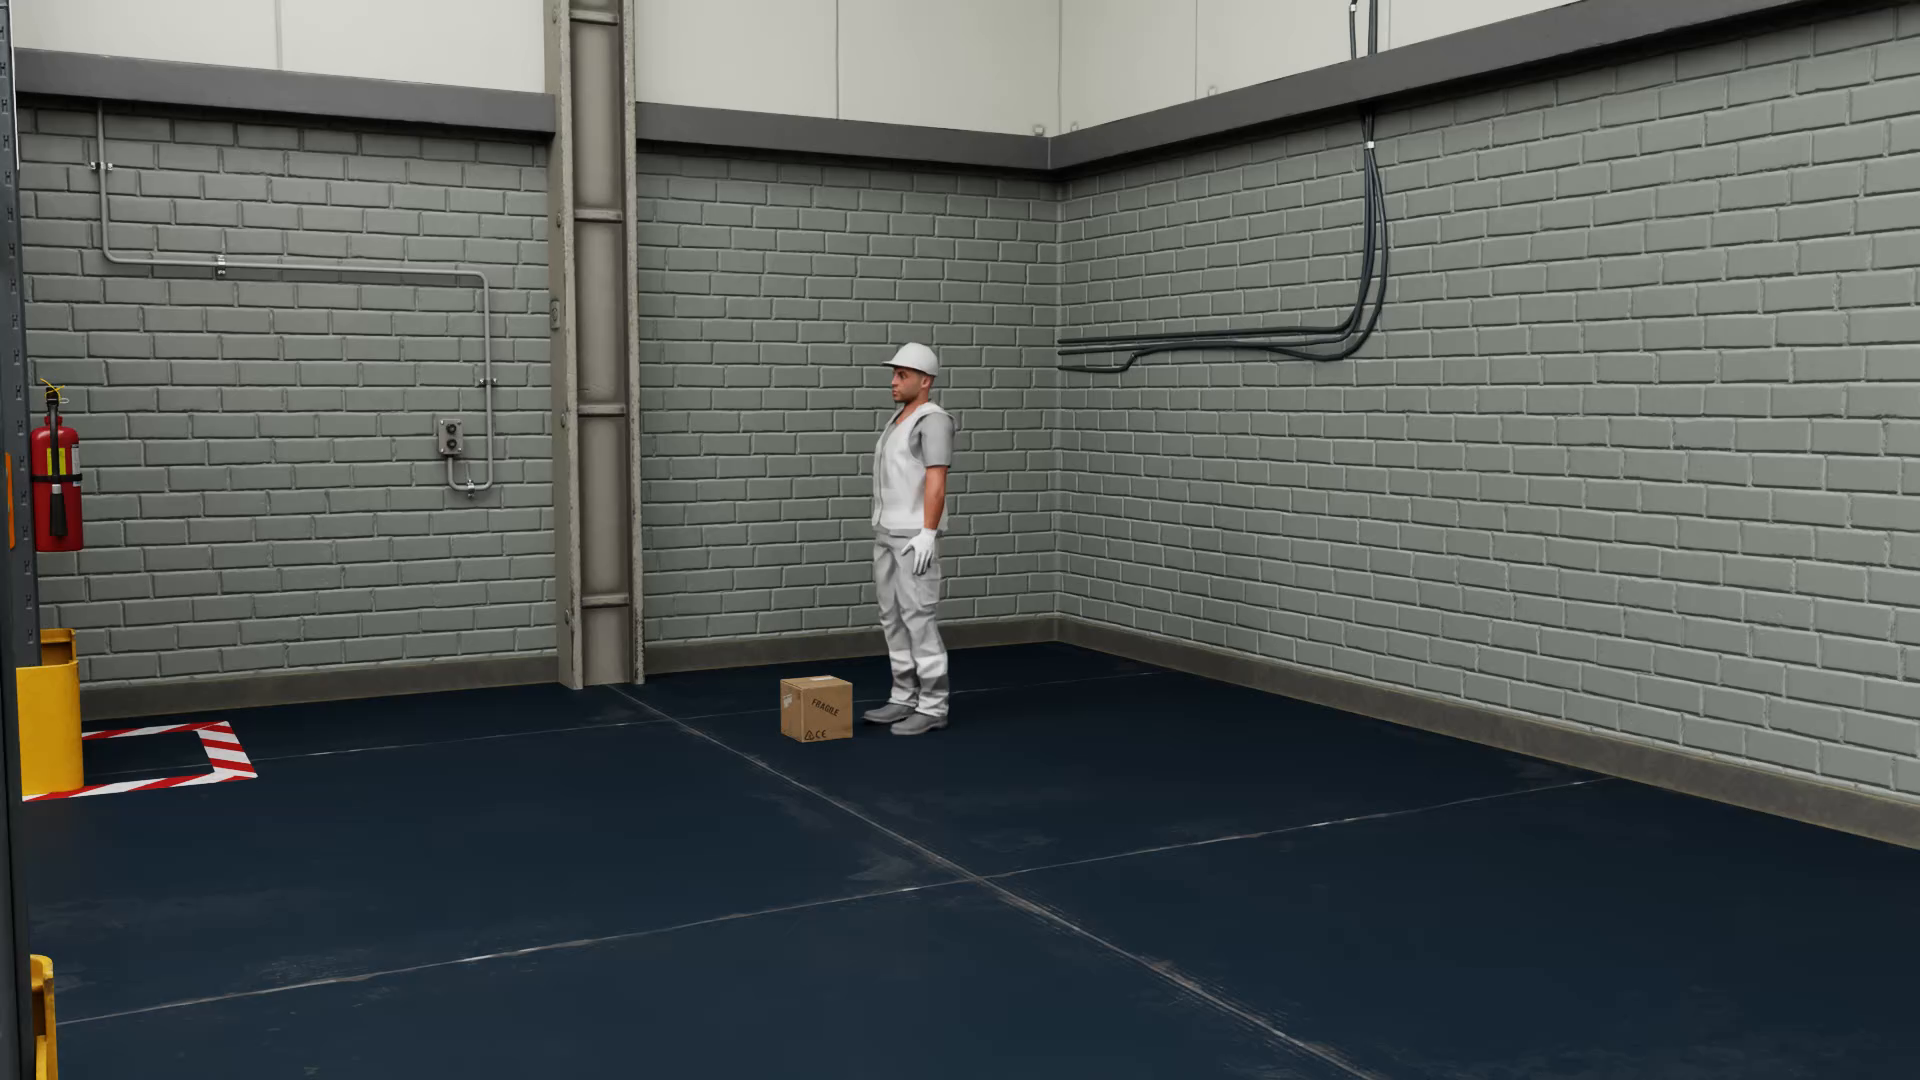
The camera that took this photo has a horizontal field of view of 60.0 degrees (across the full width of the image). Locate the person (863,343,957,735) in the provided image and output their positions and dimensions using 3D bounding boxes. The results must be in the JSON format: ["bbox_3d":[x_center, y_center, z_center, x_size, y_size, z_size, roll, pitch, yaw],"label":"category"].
[{"bbox_3d":[-0.237,-0.013,7.733,0.351,1.795,0.524,-3,6,-27],"label":"person"}]
